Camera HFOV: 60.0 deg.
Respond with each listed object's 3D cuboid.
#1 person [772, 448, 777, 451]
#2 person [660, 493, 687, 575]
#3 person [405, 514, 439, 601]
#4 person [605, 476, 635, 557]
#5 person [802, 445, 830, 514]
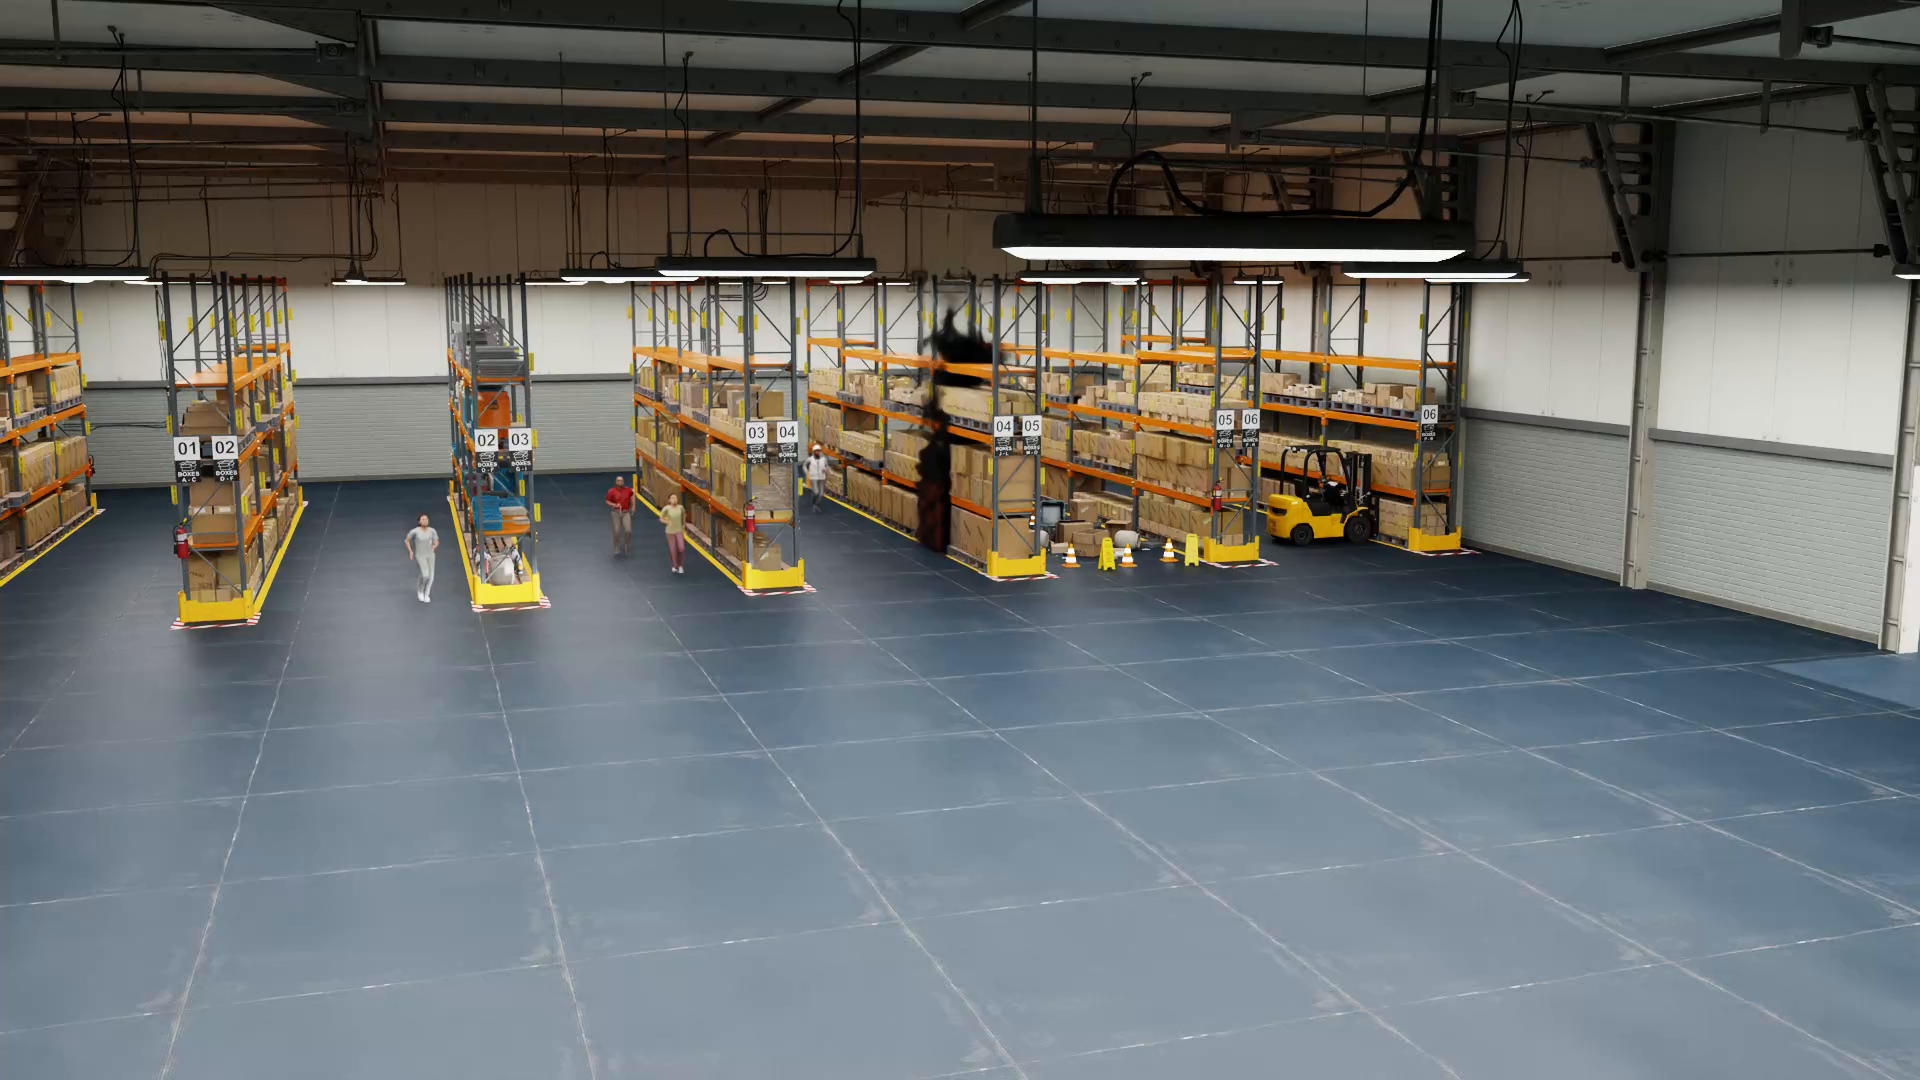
[{"bbox_3d":[-5.731,-2.374,48.625,0.717,1.562,0.507,7,11,40],"label":"person"},{"bbox_3d":[-5.751,-0.130,33.470,0.576,1.664,0.635,-3,9,-17],"label":"person"},{"bbox_3d":[-9.779,0.331,30.390,0.546,1.631,0.611,-7,11,-37],"label":"person"},{"bbox_3d":[-7.274,-0.486,35.763,0.677,1.795,0.741,-4,9,-24],"label":"person"},{"bbox_3d":[-3.638,-1.548,42.448,0.639,1.750,0.672,-3,9,-21],"label":"person"}]
